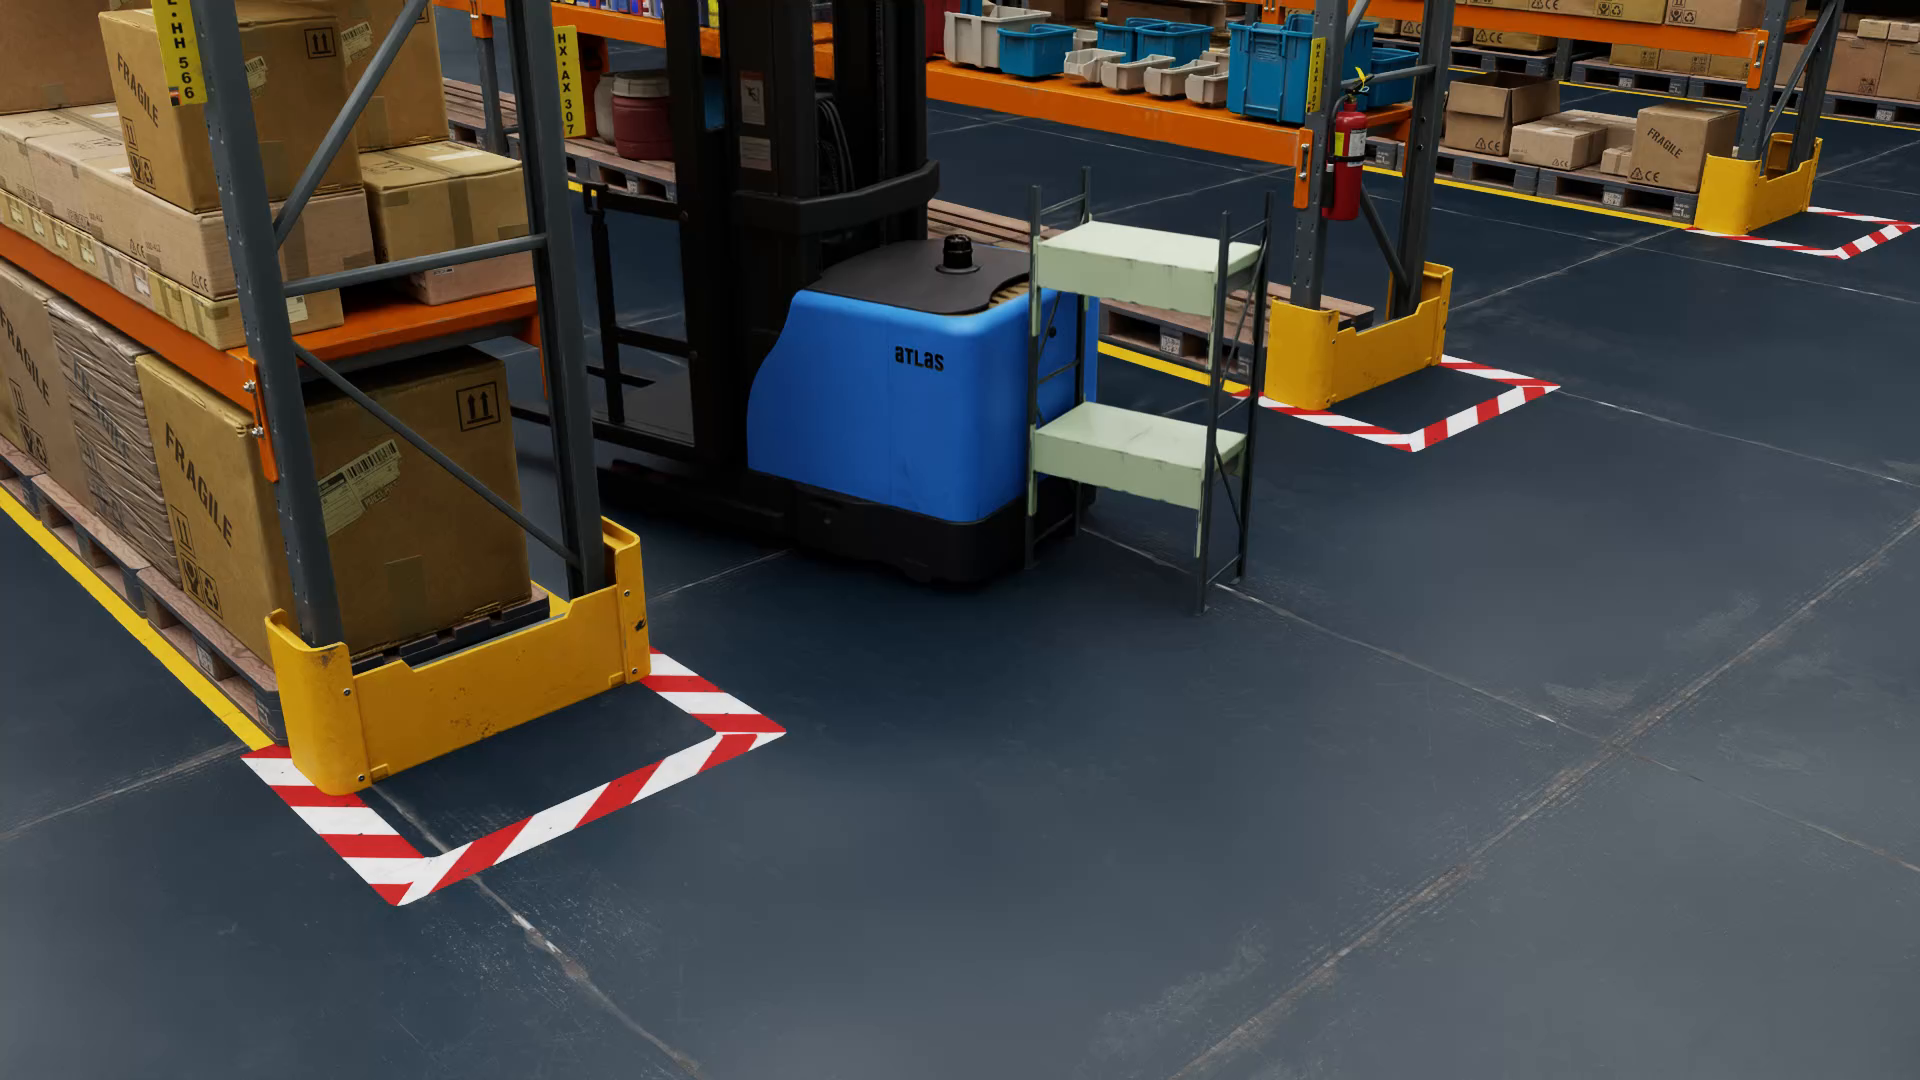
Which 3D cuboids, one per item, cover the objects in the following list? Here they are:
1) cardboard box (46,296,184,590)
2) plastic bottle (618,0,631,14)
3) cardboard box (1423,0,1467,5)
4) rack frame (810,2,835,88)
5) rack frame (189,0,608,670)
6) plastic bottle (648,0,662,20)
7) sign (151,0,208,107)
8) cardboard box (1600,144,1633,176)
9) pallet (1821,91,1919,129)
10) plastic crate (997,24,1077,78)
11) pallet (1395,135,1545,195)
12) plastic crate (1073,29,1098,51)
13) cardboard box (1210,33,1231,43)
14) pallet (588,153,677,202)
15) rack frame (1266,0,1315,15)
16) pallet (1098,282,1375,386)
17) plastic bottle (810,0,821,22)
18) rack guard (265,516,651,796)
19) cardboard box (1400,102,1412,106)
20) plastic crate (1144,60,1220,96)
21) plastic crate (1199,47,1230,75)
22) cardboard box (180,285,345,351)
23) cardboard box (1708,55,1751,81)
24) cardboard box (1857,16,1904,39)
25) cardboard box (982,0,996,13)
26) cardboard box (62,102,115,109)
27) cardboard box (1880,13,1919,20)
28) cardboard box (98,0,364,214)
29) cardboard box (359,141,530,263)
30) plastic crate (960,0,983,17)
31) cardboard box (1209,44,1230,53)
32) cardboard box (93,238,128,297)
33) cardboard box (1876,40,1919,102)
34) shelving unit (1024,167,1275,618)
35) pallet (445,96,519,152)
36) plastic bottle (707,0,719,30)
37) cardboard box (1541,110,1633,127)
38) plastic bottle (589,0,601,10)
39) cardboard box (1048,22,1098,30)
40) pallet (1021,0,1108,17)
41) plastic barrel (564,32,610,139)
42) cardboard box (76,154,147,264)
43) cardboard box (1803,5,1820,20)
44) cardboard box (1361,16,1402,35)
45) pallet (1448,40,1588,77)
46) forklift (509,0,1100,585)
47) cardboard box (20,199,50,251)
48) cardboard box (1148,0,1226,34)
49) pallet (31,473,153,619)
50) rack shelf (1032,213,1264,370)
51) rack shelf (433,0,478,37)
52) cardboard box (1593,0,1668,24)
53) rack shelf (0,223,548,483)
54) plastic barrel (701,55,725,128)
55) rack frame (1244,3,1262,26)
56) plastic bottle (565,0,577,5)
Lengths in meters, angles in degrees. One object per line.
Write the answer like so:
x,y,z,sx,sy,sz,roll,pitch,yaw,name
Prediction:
-2.719,-0.472,6.225,0.875,0.875,0.875,-21,32,-38,cardboard box
-2.340,-3.915,11.777,0.144,0.351,0.185,-21,32,-38,plastic bottle
3.740,-4.329,12.505,0.500,0.500,0.500,-21,32,-39,cardboard box
-0.720,-3.418,10.628,1.000,3.000,0.127,-21,32,-38,rack frame
-1.602,-0.801,4.892,1.000,3.000,0.127,-21,32,-38,rack frame
-2.070,-3.764,11.536,0.152,0.276,0.135,-21,32,-38,plastic bottle
-2.007,-1.286,4.274,0.100,0.325,0.005,-21,32,-38,sign
4.870,-2.764,12.079,0.380,0.166,0.250,-21,32,-38,cardboard box
8.642,-3.968,15.193,1.003,0.211,1.213,-21,32,-38,pallet
0.423,-2.707,9.198,0.416,0.233,0.300,-21,32,-38,plastic crate
4.205,-2.975,13.017,1.003,0.211,1.213,-21,32,-38,pallet
0.690,-2.883,9.701,0.293,0.136,0.466,-21,32,-38,plastic crate
2.373,-4.259,14.953,0.500,0.500,0.500,-21,32,-38,cardboard box
-2.055,-2.765,12.556,1.003,0.211,1.213,-21,32,-38,pallet
2.898,-4.822,13.706,1.000,3.000,0.127,-21,32,-38,rack frame
1.479,-1.198,9.122,1.003,0.211,1.213,-21,32,-38,pallet
-1.008,-3.721,11.441,0.152,0.276,0.135,-21,32,-38,plastic bottle
-1.585,0.344,5.395,1.175,0.500,0.348,-21,32,-38,rack guard
3.795,-3.536,13.792,0.380,0.149,0.250,-21,32,-38,cardboard box
1.137,-2.401,8.644,0.396,0.136,0.243,-21,32,-38,plastic crate
1.463,-2.608,9.098,0.250,0.136,0.298,-21,32,-38,plastic crate
-2.085,-0.701,4.976,0.380,0.149,0.250,-20,32,-38,cardboard box
7.638,-4.717,15.982,0.700,0.500,0.500,-20,31,-37,cardboard box
8.298,-4.614,14.973,0.380,0.149,0.250,-20,31,-37,cardboard box
0.021,-5.471,17.260,0.500,0.311,0.500,-20,31,-37,cardboard box
-3.511,-1.556,6.369,0.500,0.250,0.500,-20,31,-37,cardboard box
8.579,-4.721,15.209,0.380,0.149,0.250,-21,32,-38,cardboard box
-2.126,-1.282,4.866,0.500,0.500,0.500,-21,32,-38,cardboard box
-1.733,-1.090,5.348,0.500,0.250,0.500,-22,33,-40,cardboard box
-0.152,-3.393,10.521,0.392,0.384,0.575,-21,32,-38,plastic crate
2.352,-3.953,14.283,0.500,0.500,0.500,-21,32,-39,cardboard box
-2.606,-0.932,5.482,0.380,0.149,0.250,-21,32,-38,cardboard box
8.694,-4.254,14.967,0.700,0.500,0.500,-21,32,-38,cardboard box
0.676,-0.551,6.150,0.755,1.500,0.431,15,28,30,shelving unit
-3.955,-3.607,14.402,1.003,0.211,1.213,-21,32,-38,pallet
-1.587,-3.581,11.045,0.144,0.351,0.185,-21,32,-38,plastic bottle
4.784,-3.107,12.730,0.500,0.250,0.500,-21,32,-38,cardboard box
-2.638,-3.991,12.025,0.061,0.283,0.133,-21,32,-38,plastic bottle
0.968,-4.567,15.629,0.500,0.500,0.500,-22,32,-39,cardboard box
1.577,-7.148,22.164,1.003,0.211,1.213,-21,32,-38,pallet
-3.107,-3.690,13.334,0.600,0.830,0.708,-21,32,-38,plastic barrel
-2.473,-1.093,5.355,0.500,0.250,0.500,-22,32,-39,cardboard box
8.058,-4.952,15.714,0.380,0.149,0.250,-21,32,-38,cardboard box
4.779,-6.126,18.648,0.750,0.750,0.750,-21,32,-39,cardboard box
5.929,-5.172,17.833,1.003,0.211,1.213,-21,32,-38,pallet
-0.947,-1.615,6.758,3.031,2.935,1.130,15,28,30,forklift
-3.130,-1.164,5.991,0.380,0.149,0.250,-20,32,-37,cardboard box
2.062,-4.745,15.115,0.500,0.250,0.500,-21,32,-38,cardboard box
-3.035,-0.122,6.763,1.003,0.211,1.213,-21,32,-38,pallet
0.676,-0.906,5.988,0.720,0.370,0.431,15,28,30,rack shelf
-4.821,-4.908,14.762,1.077,0.370,4.000,-21,32,-38,rack shelf
4.770,-3.870,11.499,0.500,0.500,0.500,-21,32,-38,cardboard box
-2.969,-1.080,6.369,1.077,0.370,4.000,-21,32,-38,rack shelf
-1.563,-3.038,11.819,0.600,0.901,0.708,-21,32,-38,plastic barrel
3.778,-7.440,19.445,1.000,3.000,0.127,-21,32,-38,rack frame
-2.862,-4.090,12.243,0.061,0.283,0.133,-21,32,-38,plastic bottle
